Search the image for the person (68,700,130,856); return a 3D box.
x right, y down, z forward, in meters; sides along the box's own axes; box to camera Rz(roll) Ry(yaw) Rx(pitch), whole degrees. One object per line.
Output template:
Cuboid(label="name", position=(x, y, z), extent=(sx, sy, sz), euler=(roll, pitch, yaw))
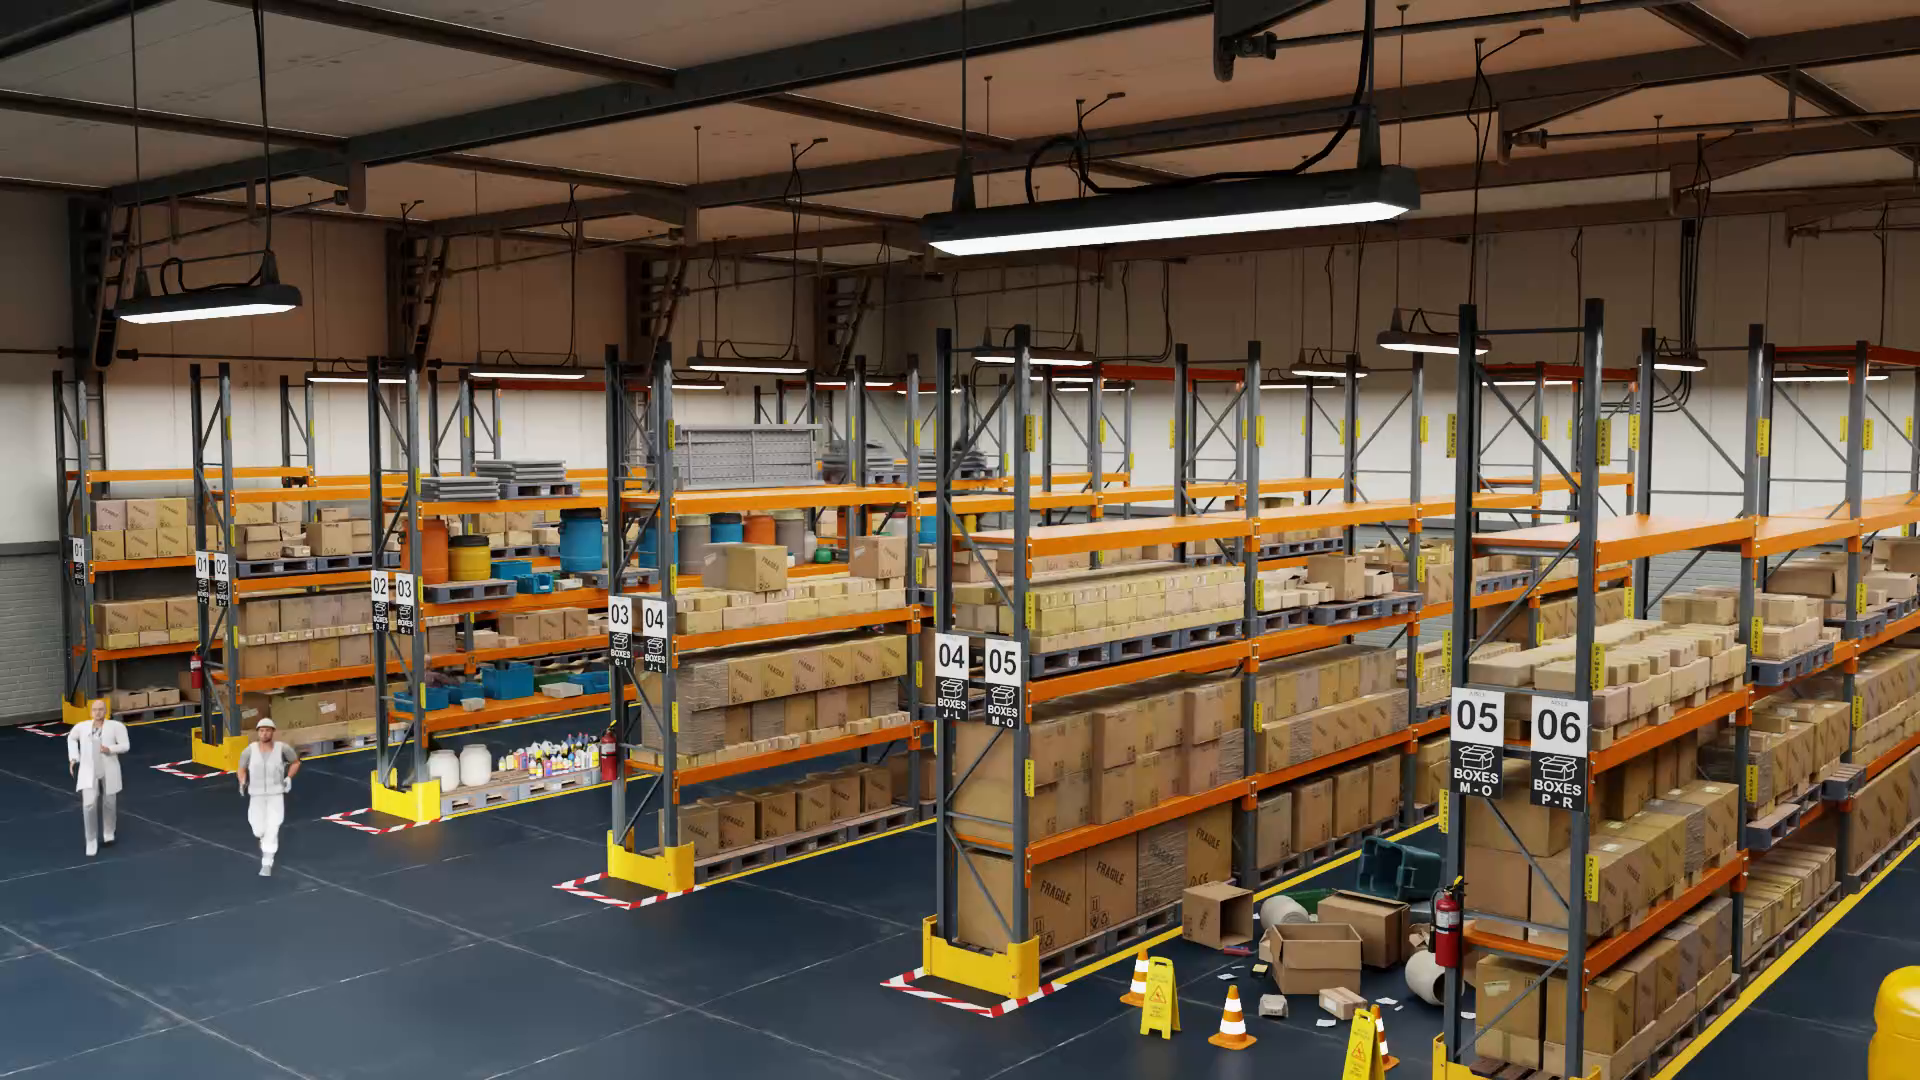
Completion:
Cuboid(label="person", position=(-10.341, 2.838, 19.990), extent=(0.672, 1.842, 0.829), euler=(-2, 5, -26))

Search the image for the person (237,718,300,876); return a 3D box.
Cuboid(label="person", position=(-7.935, 2.914, 19.083), extent=(0.660, 1.758, 0.801), euler=(-1, 4, -16))

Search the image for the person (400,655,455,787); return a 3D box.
Cuboid(label="person", position=(-7.647, 2.537, 23.783), extent=(0.701, 1.808, 0.985), euler=(3, 5, 34))
